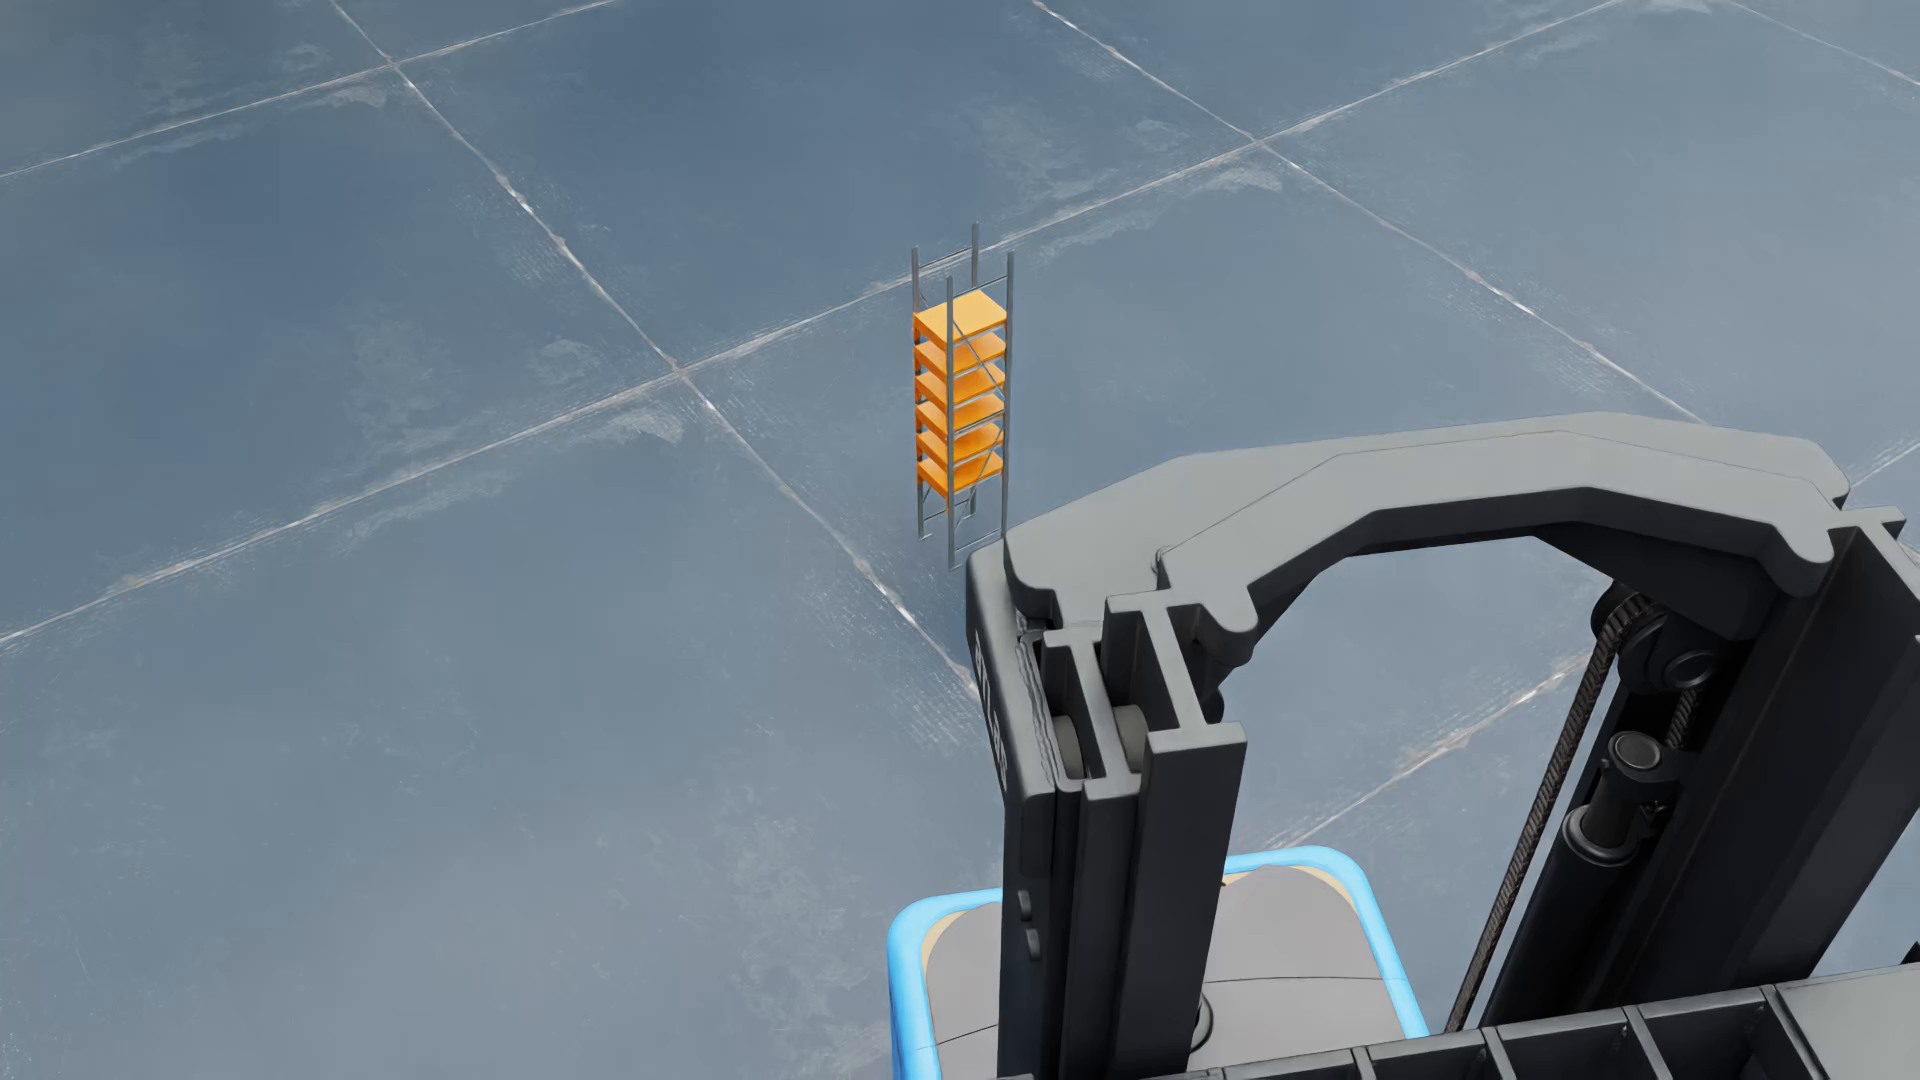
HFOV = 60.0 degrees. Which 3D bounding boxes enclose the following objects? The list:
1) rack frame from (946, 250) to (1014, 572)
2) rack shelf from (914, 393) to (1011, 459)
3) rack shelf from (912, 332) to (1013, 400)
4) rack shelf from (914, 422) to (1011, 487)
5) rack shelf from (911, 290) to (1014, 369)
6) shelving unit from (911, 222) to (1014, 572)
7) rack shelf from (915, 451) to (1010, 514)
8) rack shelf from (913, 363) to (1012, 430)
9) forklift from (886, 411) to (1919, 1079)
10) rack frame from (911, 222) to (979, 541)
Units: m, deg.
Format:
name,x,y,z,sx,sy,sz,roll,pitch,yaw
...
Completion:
name,x,y,z,sx,sy,sz,roll,pitch,yaw
rack frame,0.061,-0.374,5.273,0.240,1.200,0.006,-26,49,-24
rack shelf,0.008,-0.394,5.358,0.258,0.103,0.180,-26,49,-24
rack shelf,0.008,-0.567,5.192,0.258,0.103,0.180,-26,49,-24
rack shelf,0.008,-0.307,5.441,0.258,0.103,0.180,-26,49,-24
rack shelf,0.008,-0.654,5.109,0.258,0.103,0.180,-26,49,-24
shelving unit,0.008,-0.426,5.327,0.258,1.200,0.189,-26,49,-24
rack shelf,0.008,-0.220,5.524,0.258,0.103,0.180,-26,49,-24
rack shelf,0.008,-0.480,5.275,0.258,0.103,0.180,-26,49,-24
forklift,0.577,1.415,2.145,1.130,2.935,3.031,-6,44,-7
rack frame,-0.044,-0.478,5.381,0.240,1.200,0.006,-26,49,-24
